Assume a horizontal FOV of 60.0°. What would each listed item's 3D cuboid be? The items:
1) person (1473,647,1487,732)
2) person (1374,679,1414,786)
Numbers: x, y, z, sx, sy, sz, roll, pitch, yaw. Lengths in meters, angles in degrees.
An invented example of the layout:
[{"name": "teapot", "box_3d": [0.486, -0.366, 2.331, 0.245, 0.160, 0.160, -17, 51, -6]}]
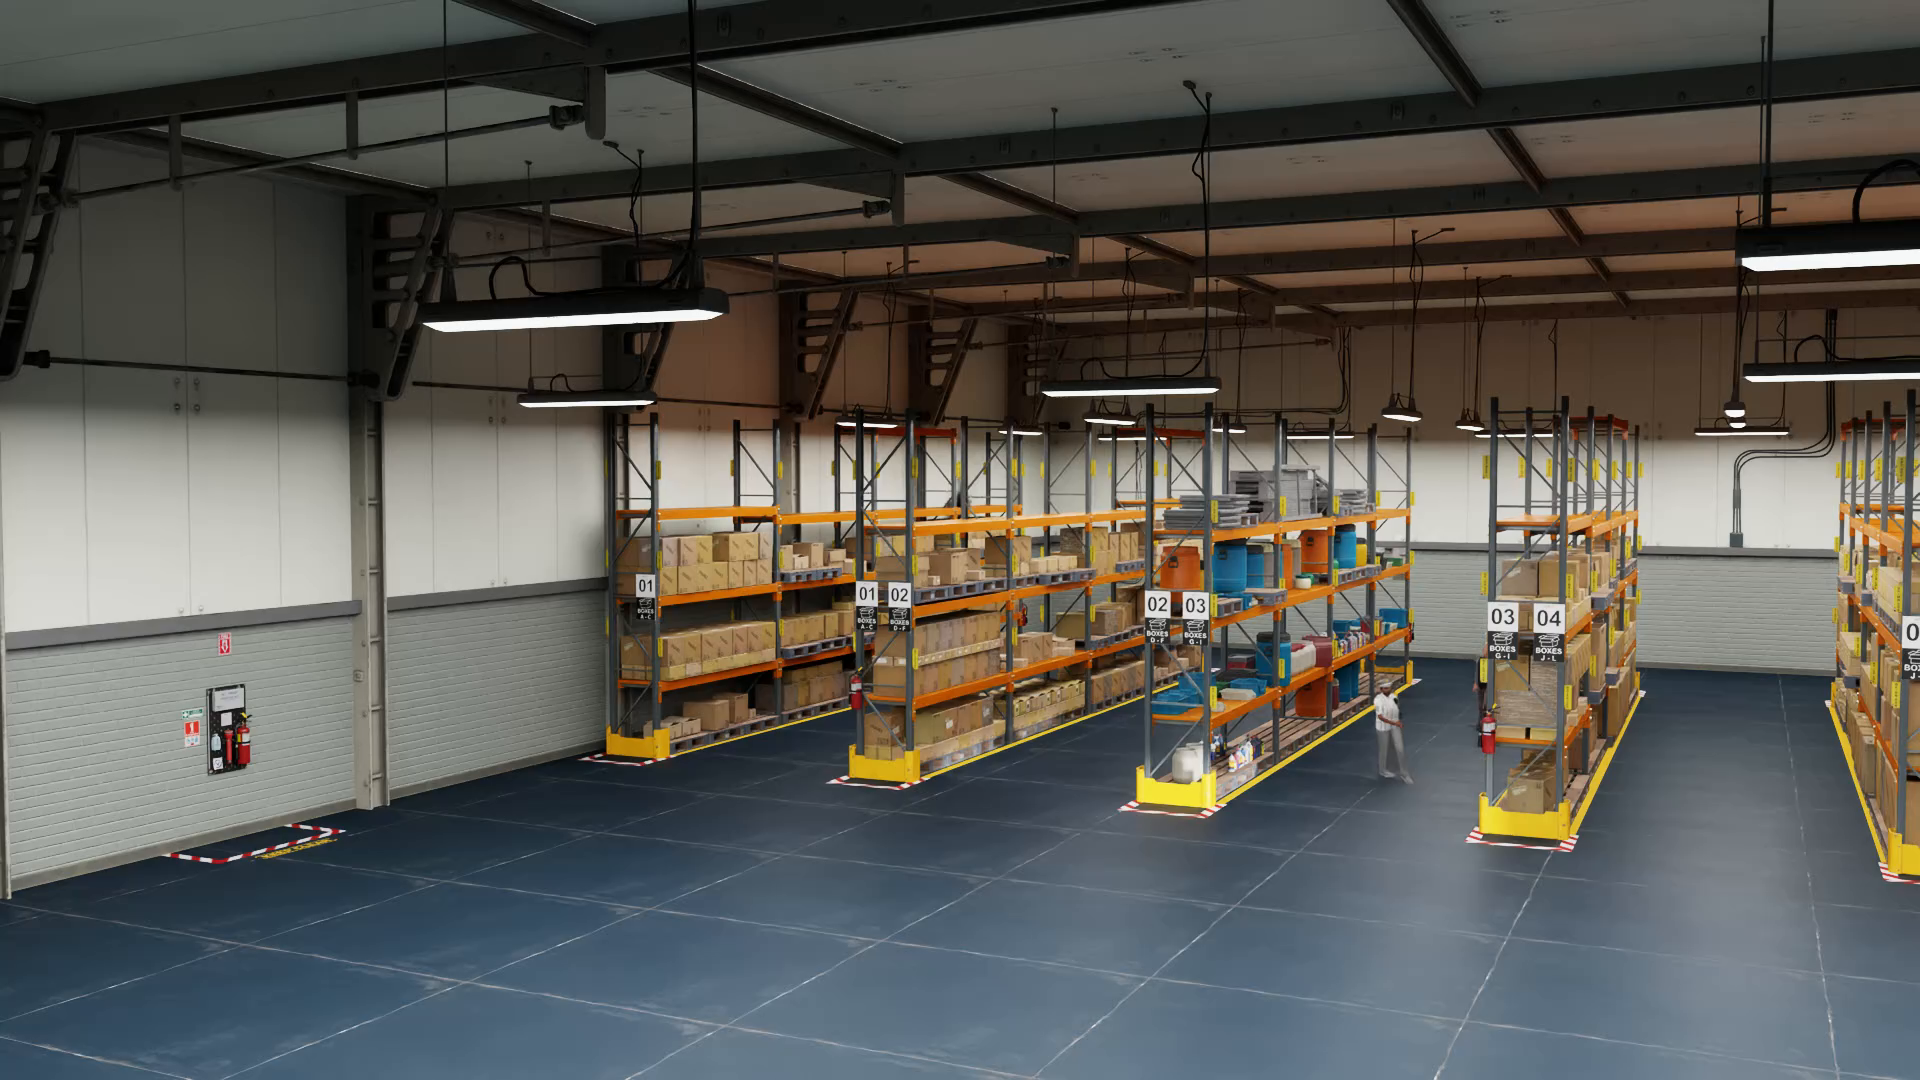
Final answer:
[{"name": "person", "box_3d": [10.128, 2.840, 31.840, 0.607, 1.650, 0.661, -2, 3, -38]}, {"name": "person", "box_3d": [6.877, 3.041, 26.611, 0.565, 1.683, 0.761, 0, 2, -11]}]
